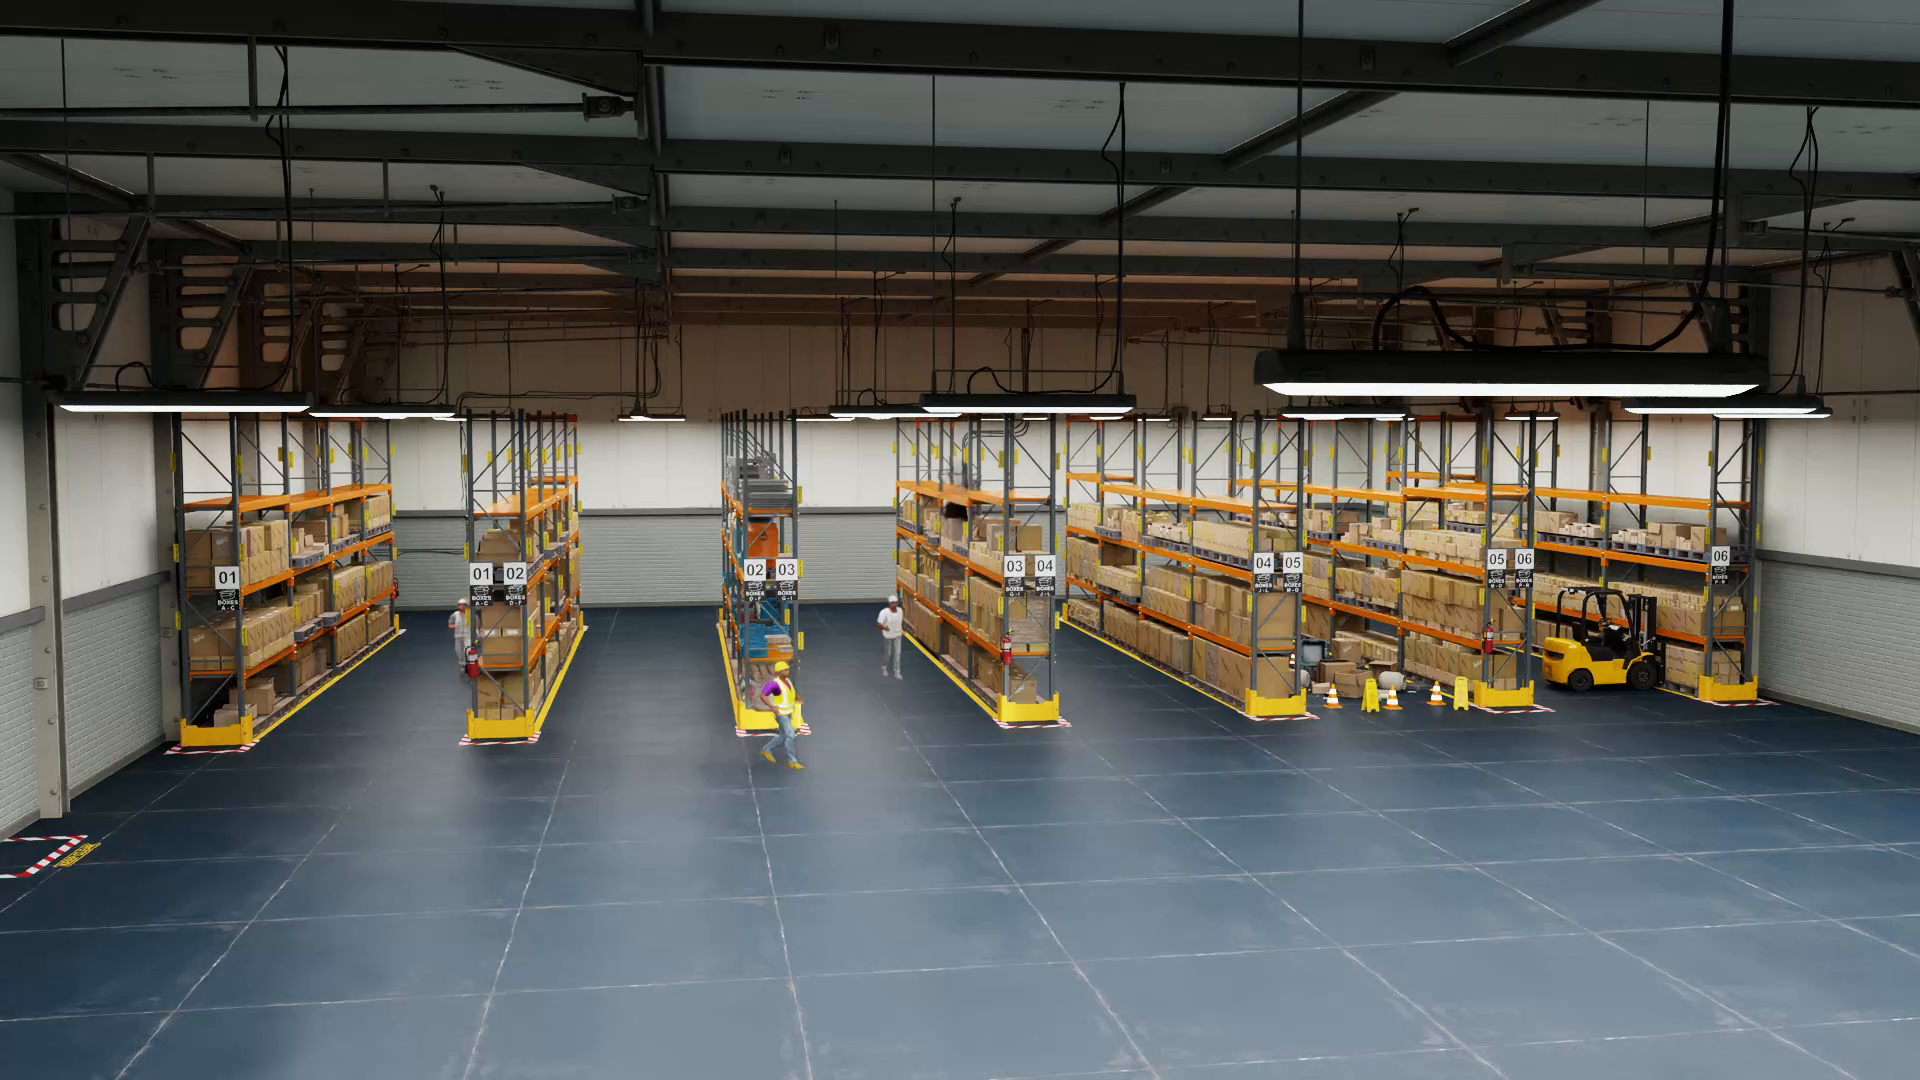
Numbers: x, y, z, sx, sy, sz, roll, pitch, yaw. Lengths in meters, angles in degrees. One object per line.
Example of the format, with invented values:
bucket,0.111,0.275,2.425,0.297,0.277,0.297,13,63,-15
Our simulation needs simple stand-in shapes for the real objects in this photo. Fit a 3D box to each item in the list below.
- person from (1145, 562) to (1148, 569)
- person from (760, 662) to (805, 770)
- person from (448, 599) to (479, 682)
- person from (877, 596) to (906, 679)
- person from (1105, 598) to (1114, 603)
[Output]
person,5.240,1.548,47.306,0.670,1.831,0.830,-1,4,-16
person,-2.954,2.901,27.616,0.852,1.776,0.694,1,4,19
person,-11.087,2.230,37.173,0.648,1.845,0.799,-1,4,-8
person,-1.457,2.075,35.637,0.681,1.787,0.880,-2,4,-24
person,4.331,1.470,49.539,0.756,1.585,0.538,3,5,34
